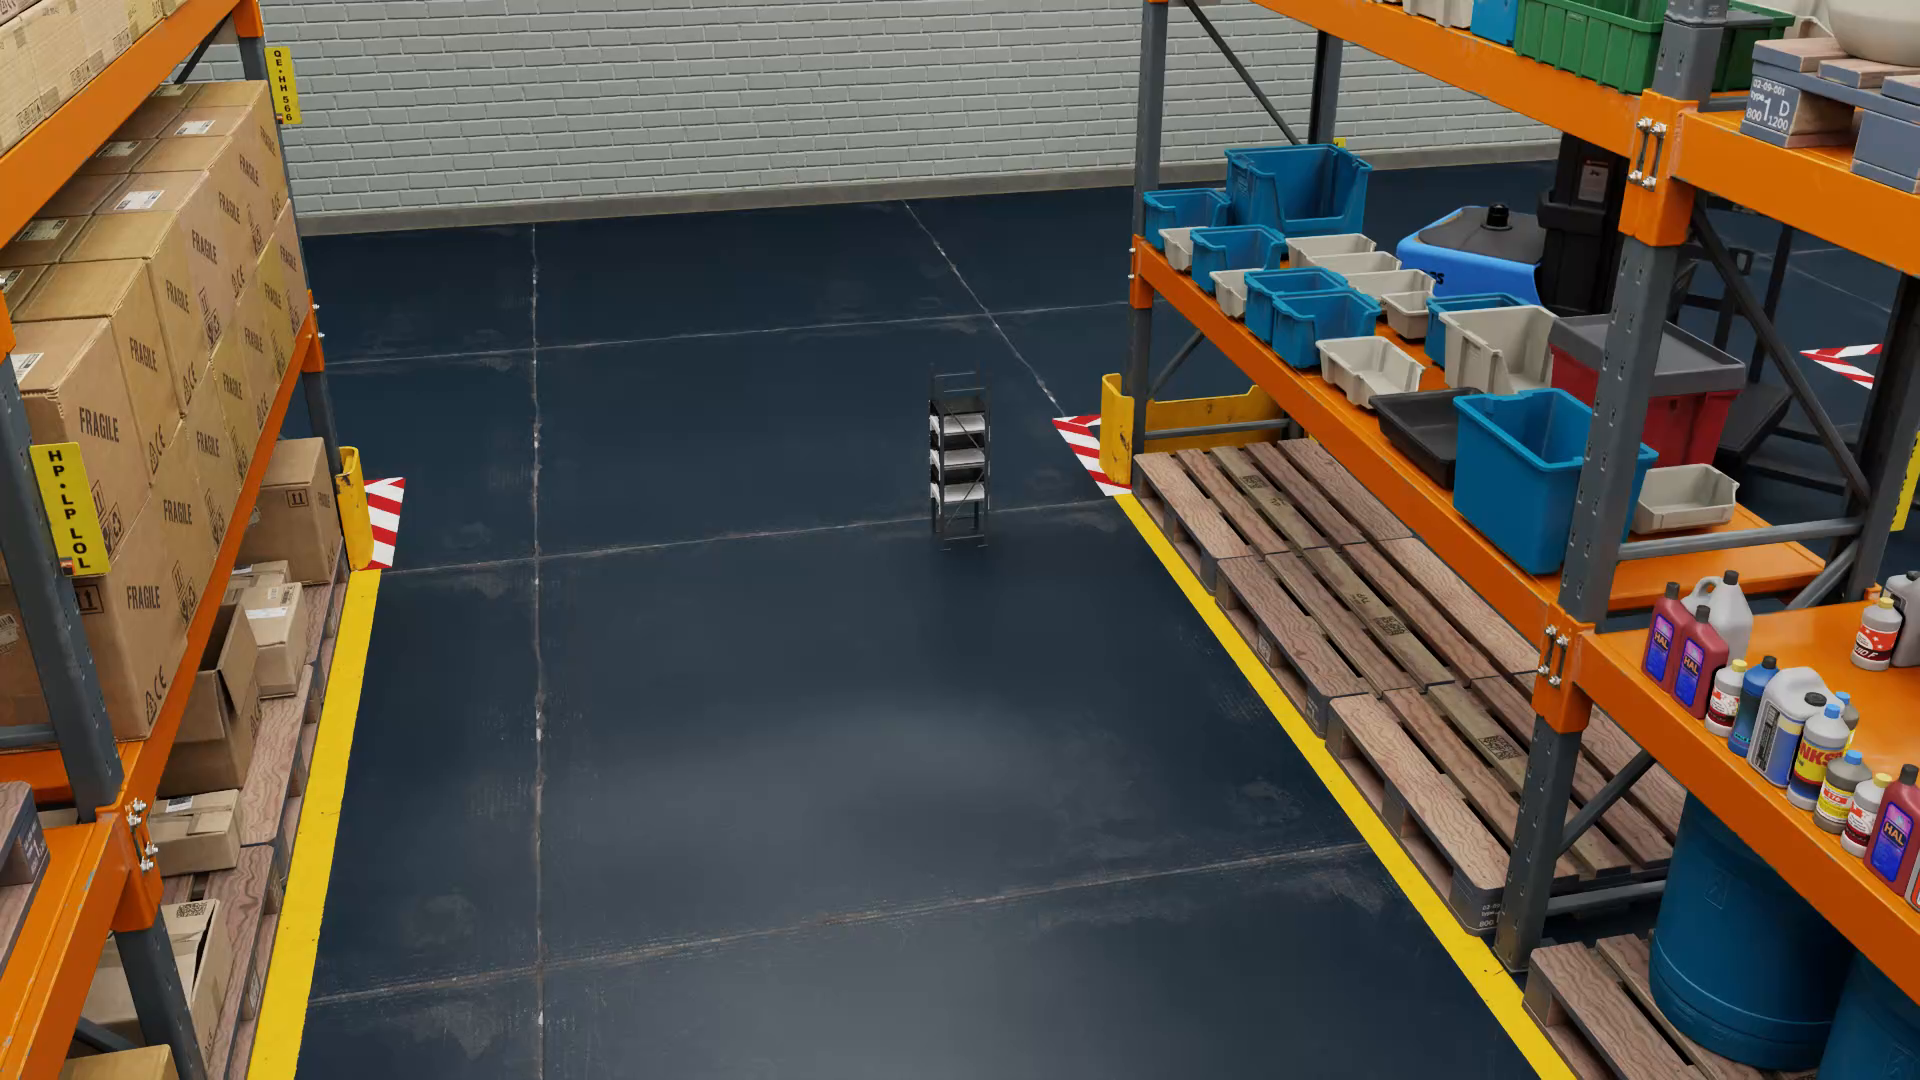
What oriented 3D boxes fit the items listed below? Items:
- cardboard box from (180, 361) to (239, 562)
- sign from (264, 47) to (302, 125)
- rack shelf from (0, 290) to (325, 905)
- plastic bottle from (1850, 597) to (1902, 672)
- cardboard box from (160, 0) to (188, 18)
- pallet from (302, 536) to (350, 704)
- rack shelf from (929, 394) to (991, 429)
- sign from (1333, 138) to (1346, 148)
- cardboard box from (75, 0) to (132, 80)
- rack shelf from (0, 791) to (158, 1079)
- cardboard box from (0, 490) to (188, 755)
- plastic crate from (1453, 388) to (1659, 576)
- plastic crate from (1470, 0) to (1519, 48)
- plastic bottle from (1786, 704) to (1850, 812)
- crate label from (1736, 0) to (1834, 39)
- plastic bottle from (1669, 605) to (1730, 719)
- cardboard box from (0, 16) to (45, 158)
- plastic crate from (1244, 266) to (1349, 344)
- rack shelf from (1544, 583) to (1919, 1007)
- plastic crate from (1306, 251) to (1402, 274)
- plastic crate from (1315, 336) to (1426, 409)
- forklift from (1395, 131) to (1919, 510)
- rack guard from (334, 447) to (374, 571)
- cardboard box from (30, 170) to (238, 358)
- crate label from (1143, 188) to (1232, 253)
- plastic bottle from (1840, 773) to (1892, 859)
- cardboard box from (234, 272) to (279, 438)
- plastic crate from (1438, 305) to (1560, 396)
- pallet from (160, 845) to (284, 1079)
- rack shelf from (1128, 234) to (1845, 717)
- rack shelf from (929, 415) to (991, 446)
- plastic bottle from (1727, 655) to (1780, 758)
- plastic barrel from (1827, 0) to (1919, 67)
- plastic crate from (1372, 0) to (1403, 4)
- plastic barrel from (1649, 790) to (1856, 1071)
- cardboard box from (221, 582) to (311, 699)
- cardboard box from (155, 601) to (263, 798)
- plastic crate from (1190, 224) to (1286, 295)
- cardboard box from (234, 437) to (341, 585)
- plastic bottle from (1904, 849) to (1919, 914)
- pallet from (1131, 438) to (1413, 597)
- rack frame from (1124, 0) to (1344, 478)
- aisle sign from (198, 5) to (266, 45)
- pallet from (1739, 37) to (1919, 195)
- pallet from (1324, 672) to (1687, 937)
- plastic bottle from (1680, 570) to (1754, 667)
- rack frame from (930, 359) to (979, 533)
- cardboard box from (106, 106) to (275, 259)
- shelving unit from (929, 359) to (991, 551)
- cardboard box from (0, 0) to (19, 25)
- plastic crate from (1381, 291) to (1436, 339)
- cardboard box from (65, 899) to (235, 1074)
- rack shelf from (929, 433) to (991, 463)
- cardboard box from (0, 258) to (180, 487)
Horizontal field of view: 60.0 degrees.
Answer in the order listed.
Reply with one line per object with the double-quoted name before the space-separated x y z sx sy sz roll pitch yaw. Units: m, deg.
"cardboard box" -2.634 -0.233 5.271 0.500 0.500 0.500 -6 27 -12
"sign" -2.911 -1.954 7.156 0.100 0.325 0.005 -6 27 -12
"rack shelf" -3.006 -0.049 5.817 1.077 0.370 4.000 -6 27 -12
"plastic bottle" 2.558 0.256 4.634 0.097 0.201 0.097 0 27 0
"cardboard box" -2.857 -1.883 5.489 0.500 0.250 0.500 -6 27 -12
"pallet" -3.259 0.380 7.263 1.003 0.211 1.213 -6 27 -12
"rack shelf" -0.002 -0.617 7.948 0.258 0.077 0.200 -6 27 -12
"sign" 1.902 -1.885 8.475 0.100 0.325 0.005 -6 27 -12
"cardboard box" -2.644 -1.443 4.617 0.500 0.250 0.500 -6 27 -12
"rack shelf" -2.104 1.707 2.338 1.077 0.370 4.000 -6 27 -12
"cardboard box" -2.405 0.212 4.391 0.500 0.500 0.500 -5 27 -10
"plastic crate" 1.834 -0.184 5.236 0.392 0.384 0.575 -6 27 -12
"plastic crate" 1.755 -1.625 4.998 0.416 0.233 0.300 -6 27 -12
"plastic bottle" 2.087 0.520 4.034 0.097 0.271 0.097 0 27 0
"crate label" 2.443 -1.459 4.776 0.293 0.136 0.466 -6 27 -12
"plastic bottle" 1.969 0.321 4.414 0.061 0.283 0.133 -6 27 -12
"cardboard box" -2.424 -1.003 3.746 0.500 0.250 0.500 -6 27 -12
"plastic crate" 1.402 -0.982 6.986 0.416 0.233 0.300 -6 27 -12
"rack shelf" 2.722 1.206 3.331 1.077 0.370 4.000 -6 27 -12
"plastic crate" 1.782 -1.190 7.506 0.396 0.136 0.243 -6 27 -12
"plastic crate" 1.586 -0.637 6.408 0.293 0.136 0.466 -6 27 -12
"forklift" 3.866 -1.756 8.477 3.031 2.935 1.130 19 33 33
"rack guard" -3.440 -0.099 7.891 1.175 0.500 0.348 -6 27 -12
"cardboard box" -2.737 -0.898 5.479 0.500 0.500 0.500 -5 27 -10
"crate label" 1.105 -1.560 8.131 0.416 0.233 0.303 -6 27 -12
"plastic bottle" 2.131 0.637 3.880 0.097 0.201 0.097 0 27 0
"cardboard box" -2.863 -0.677 6.151 0.500 0.500 0.500 -6 27 -11
"plastic crate" 2.107 -0.657 6.287 0.437 0.282 0.530 -6 27 -12
"pallet" -2.709 1.451 5.141 1.003 0.211 1.213 -6 27 -12
"rack shelf" 1.821 -0.550 6.810 1.077 0.370 4.000 -6 27 -12
"rack shelf" -0.002 -0.536 7.988 0.258 0.077 0.200 -6 27 -12
"plastic bottle" 2.034 0.418 4.235 0.097 0.271 0.097 0 27 0
"plastic barrel" 2.146 -1.324 3.599 0.433 0.535 0.433 0 27 0
"plastic crate" 1.569 -2.032 5.748 0.437 0.282 0.530 -6 27 -12
"plastic barrel" 2.378 0.996 4.810 0.600 0.901 0.708 -6 27 -12
"cardboard box" -2.909 0.417 6.659 0.500 0.250 0.500 -6 27 -12
"cardboard box" -2.984 0.602 6.012 0.797 0.503 0.637 -6 27 -12
"plastic crate" 1.253 -1.271 7.558 0.416 0.233 0.300 -6 27 -12
"cardboard box" -3.094 -0.115 7.435 0.500 0.500 0.500 -6 27 -12
"plastic bottle" 2.213 0.710 3.652 0.152 0.276 0.135 -6 27 -12
"pallet" 1.518 -0.139 8.291 1.003 0.211 1.213 -6 27 -12
"rack frame" 1.370 -1.750 8.387 1.000 3.000 0.127 -6 27 -12
"aisle sign" -3.174 -2.470 6.929 0.394 0.787 0.004 -6 27 -12
"pallet" 2.543 -0.914 3.613 1.213 0.211 1.003 -6 27 -12
"pallet" 2.068 0.932 6.168 1.003 0.211 1.213 -6 27 -12
"plastic bottle" 2.044 0.234 4.513 0.144 0.351 0.185 -6 27 -12
"rack frame" -0.025 -0.450 8.143 0.240 0.900 0.006 -6 27 -12
"cardboard box" -2.974 -1.350 6.375 0.500 0.500 0.500 -5 27 -10
"shelving unit" -0.002 -0.405 8.054 0.258 0.900 0.210 -6 27 -12
"cardboard box" -2.423 -1.226 3.633 0.500 0.250 0.500 -6 27 -12
"plastic crate" 1.953 -0.943 7.014 0.298 0.136 0.250 -6 27 -12
"cardboard box" -2.439 1.305 4.830 0.500 0.311 0.500 -6 27 -12
"rack shelf" -0.002 -0.456 8.029 0.258 0.077 0.200 -6 27 -12
"cardboard box" -2.504 -0.445 4.582 0.500 0.500 0.500 -7 28 -13
